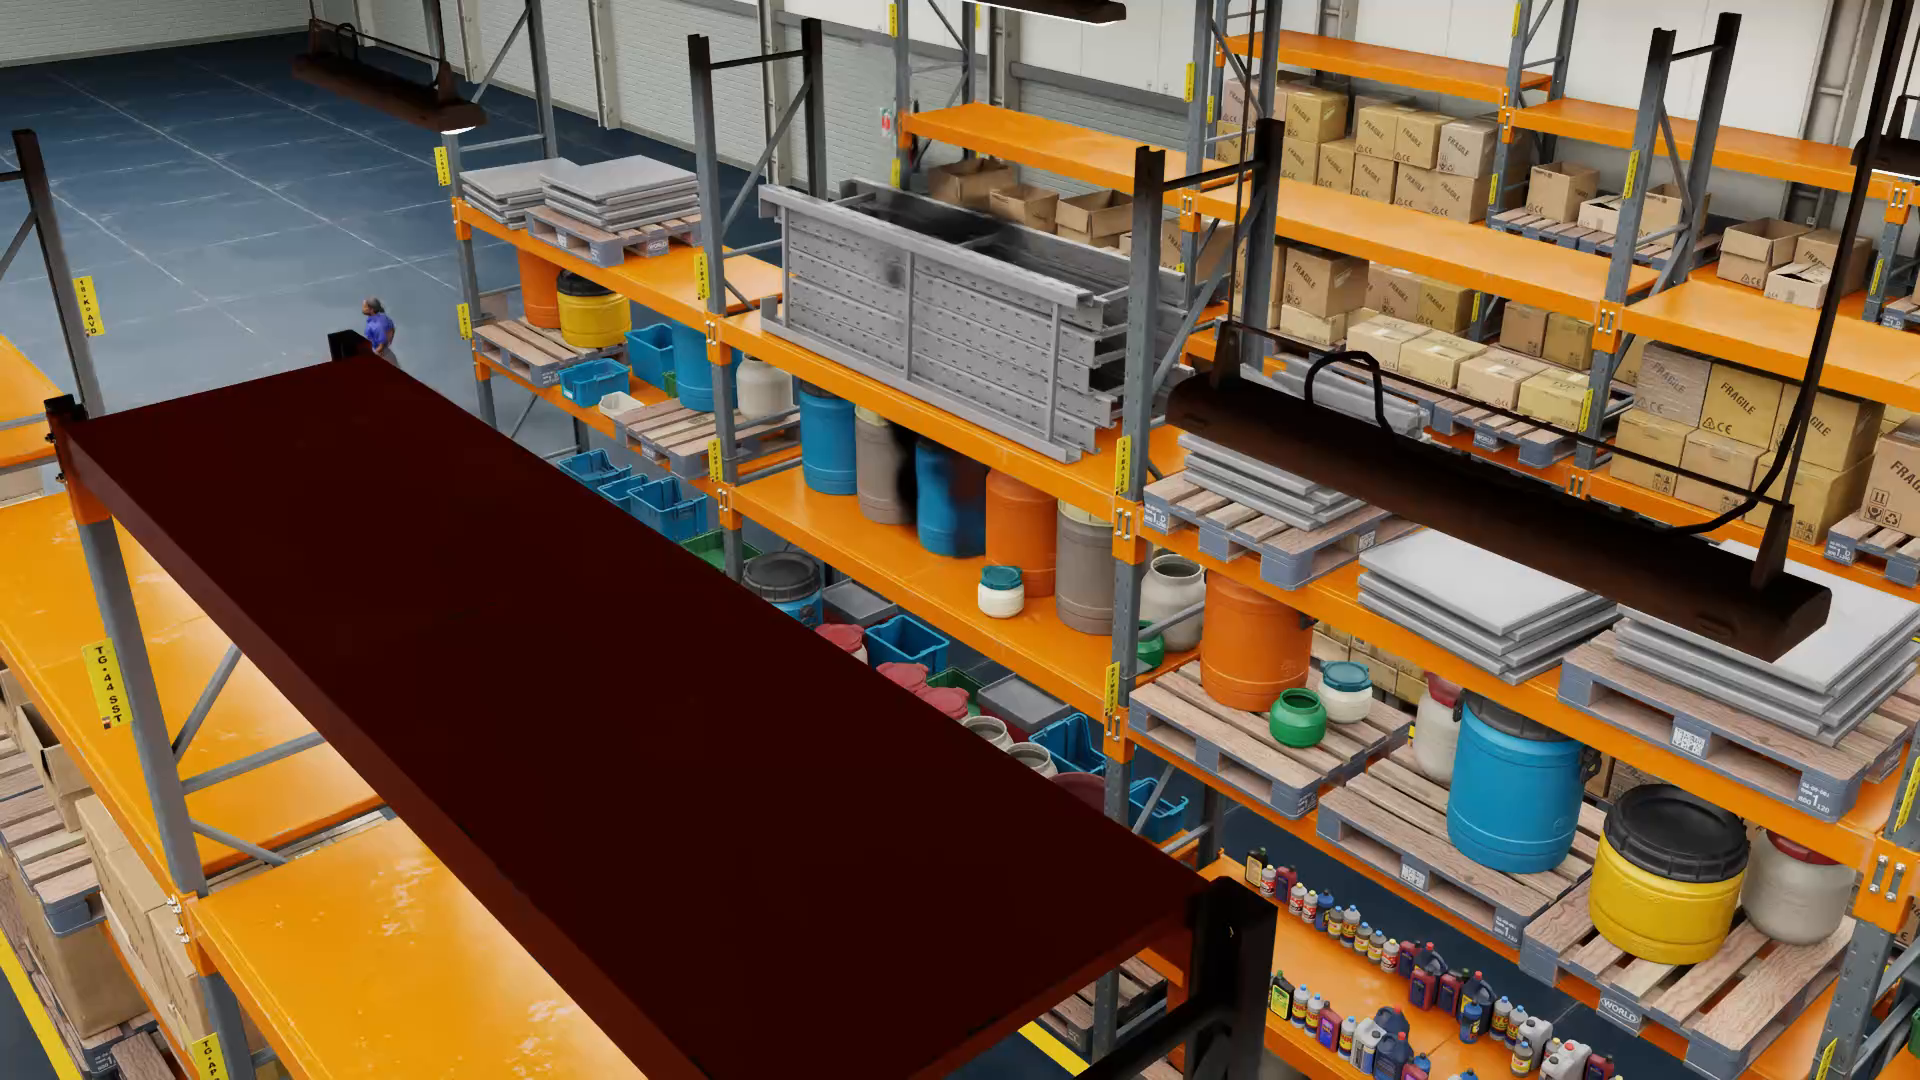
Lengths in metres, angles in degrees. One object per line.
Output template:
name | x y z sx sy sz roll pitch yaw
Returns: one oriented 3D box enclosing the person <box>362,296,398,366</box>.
person | -6.992 -2.147 20.009 0.545 1.623 0.587 -9 28 -17
